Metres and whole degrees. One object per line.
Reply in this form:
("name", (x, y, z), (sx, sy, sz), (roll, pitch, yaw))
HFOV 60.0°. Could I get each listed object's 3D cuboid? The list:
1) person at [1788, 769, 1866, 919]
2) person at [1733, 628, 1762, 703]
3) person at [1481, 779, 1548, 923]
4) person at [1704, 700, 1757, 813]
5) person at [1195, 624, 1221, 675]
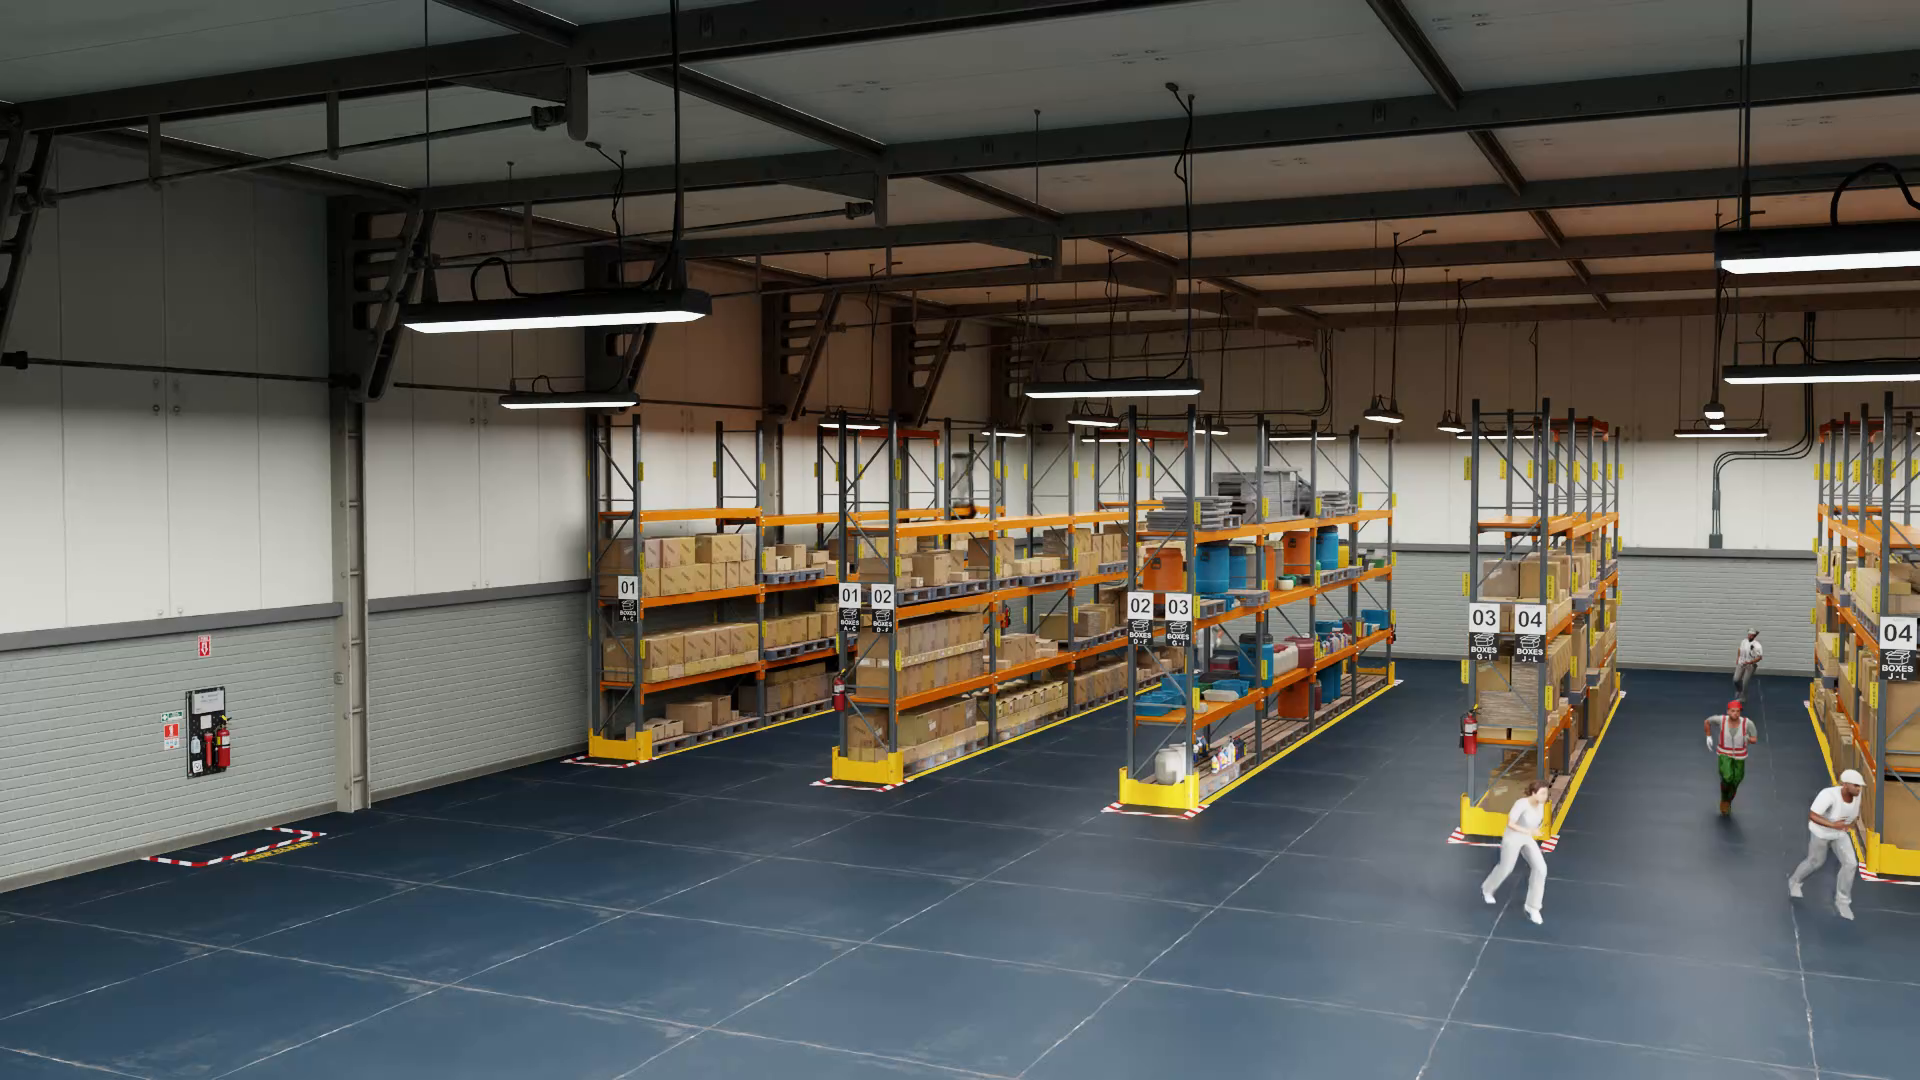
("person", (9.896, 3.412, 18.970), (0.747, 1.717, 1.042), (-1, 2, -16))
("person", (16.974, 2.709, 35.873), (0.512, 1.639, 0.635), (-2, 3, -41))
("person", (6.282, 3.468, 18.811), (0.605, 1.605, 0.953), (-1, 3, -27))
("person", (11.112, 3.137, 23.964), (0.643, 1.701, 0.875), (1, 2, 14))
("person", (5.674, 2.526, 38.382), (0.672, 1.814, 0.981), (1, 3, 24))
